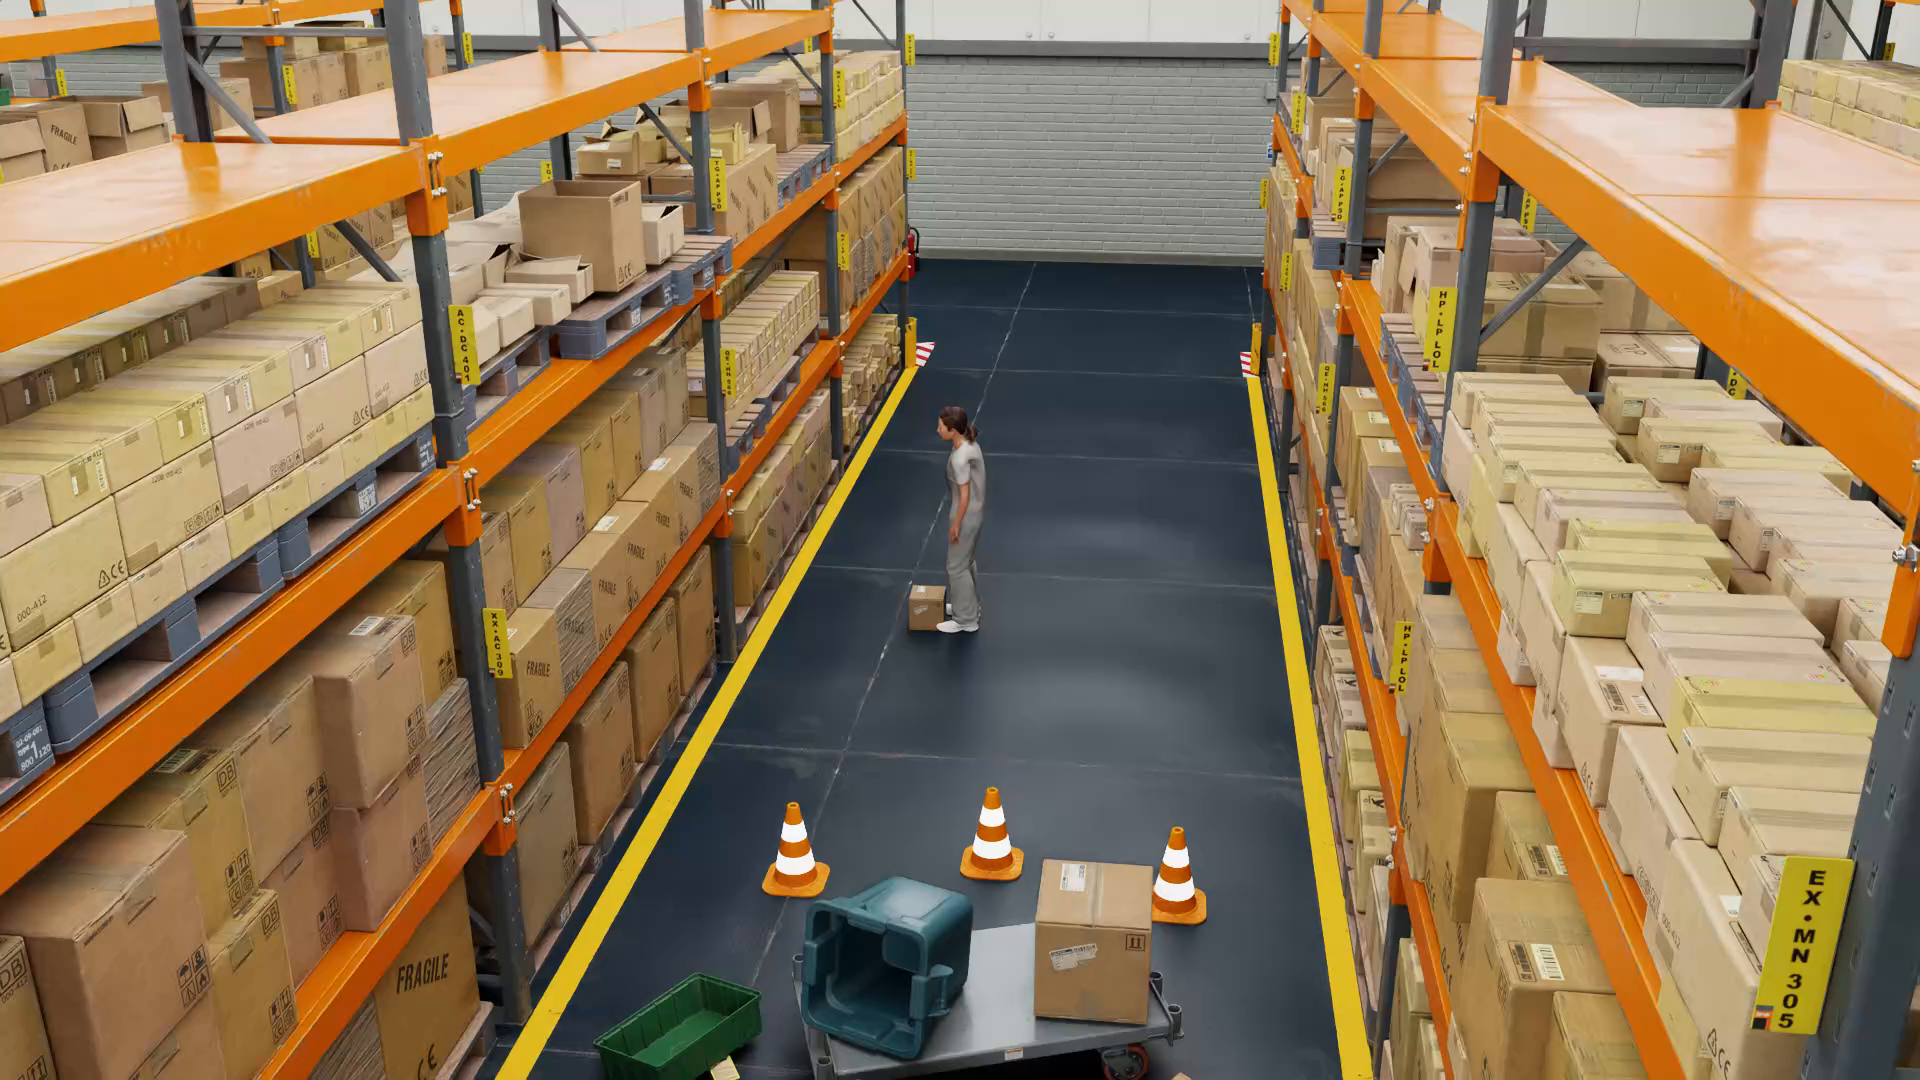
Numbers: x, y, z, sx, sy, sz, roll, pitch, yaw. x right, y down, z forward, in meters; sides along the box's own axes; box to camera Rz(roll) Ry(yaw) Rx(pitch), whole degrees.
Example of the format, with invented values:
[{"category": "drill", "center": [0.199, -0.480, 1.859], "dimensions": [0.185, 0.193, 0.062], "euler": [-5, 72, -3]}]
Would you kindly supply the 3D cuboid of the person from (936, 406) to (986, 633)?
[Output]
[{"category": "person", "center": [0.013, -0.159, 11.895], "dimensions": [0.351, 1.672, 0.501], "euler": [2, 21, 5]}]
